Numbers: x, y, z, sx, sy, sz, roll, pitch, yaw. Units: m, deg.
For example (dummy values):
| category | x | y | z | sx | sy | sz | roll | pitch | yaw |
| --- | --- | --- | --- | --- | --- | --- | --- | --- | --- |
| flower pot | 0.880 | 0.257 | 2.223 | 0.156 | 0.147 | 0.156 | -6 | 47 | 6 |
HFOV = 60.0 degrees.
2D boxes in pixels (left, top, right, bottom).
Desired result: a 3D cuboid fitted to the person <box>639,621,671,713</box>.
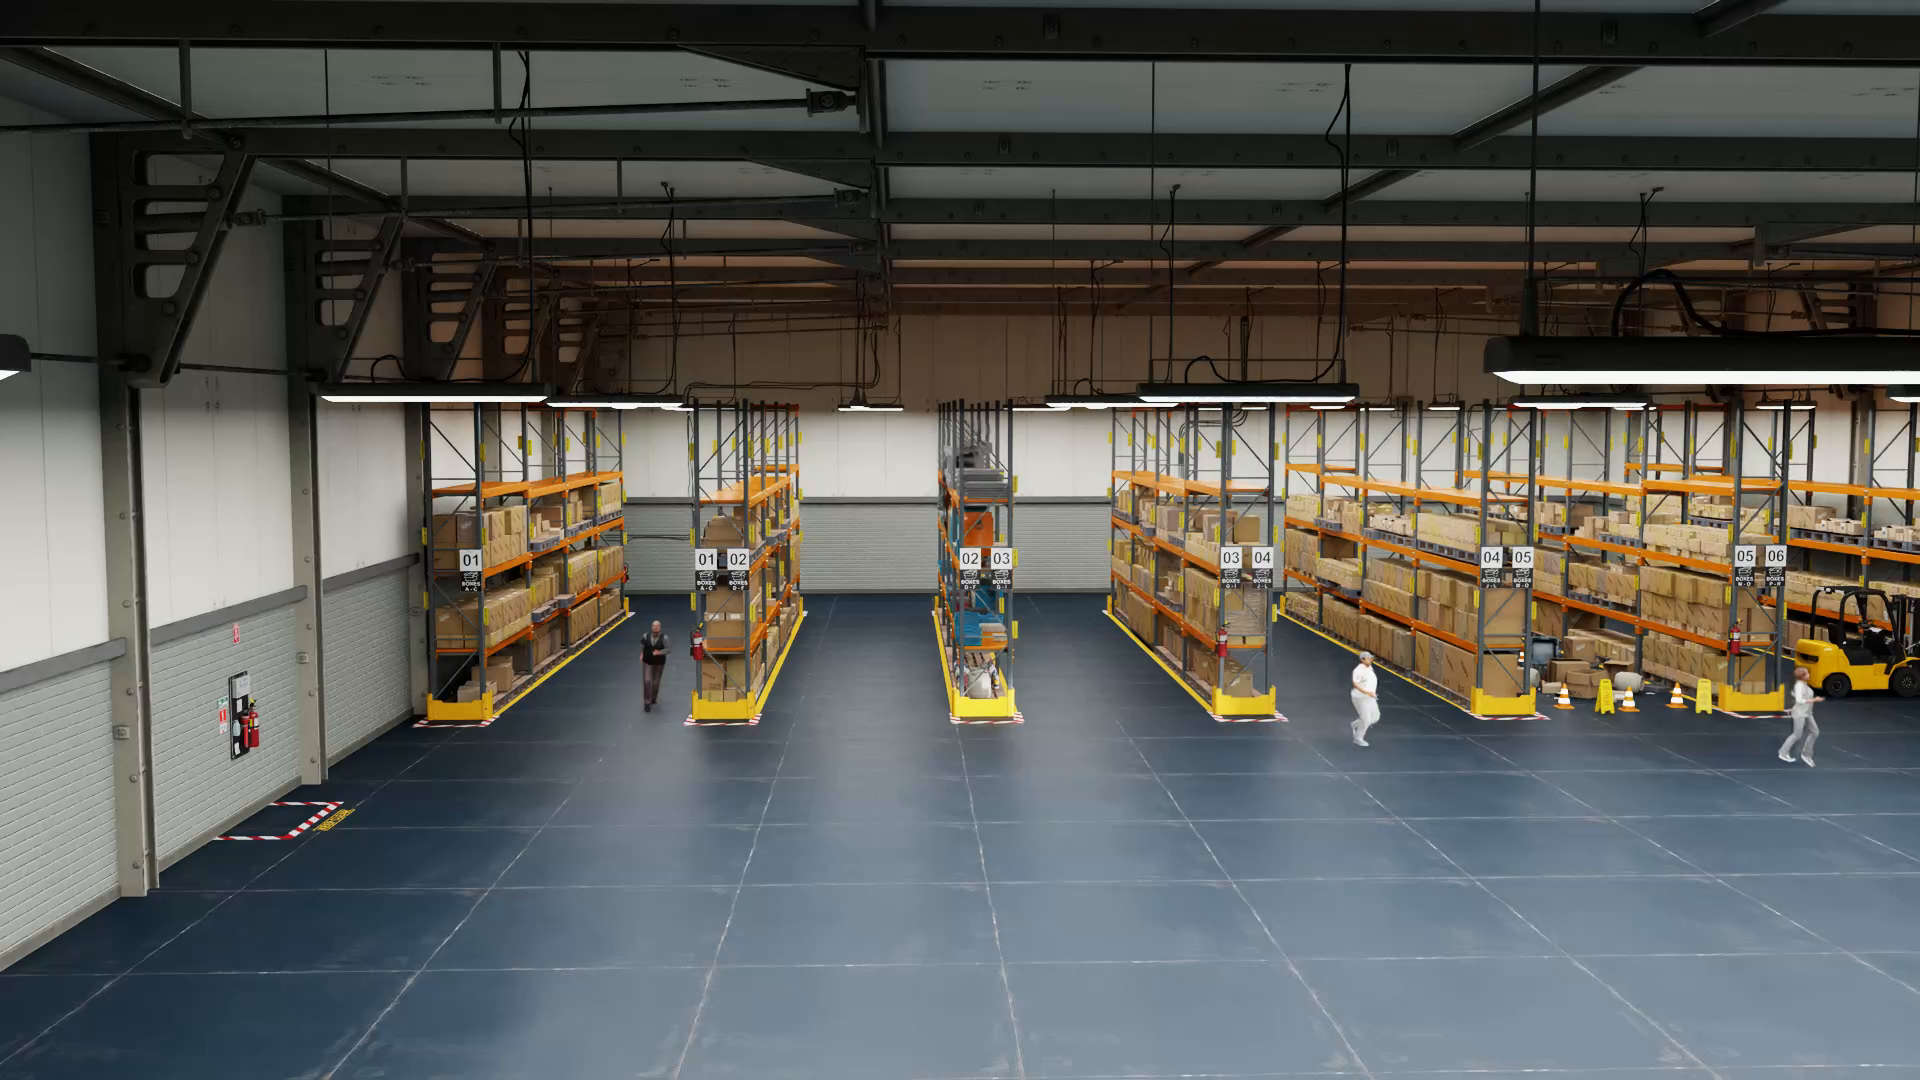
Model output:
| category | x | y | z | sx | sy | sz | roll | pitch | yaw |
| --- | --- | --- | --- | --- | --- | --- | --- | --- | --- |
| person | -5.900 | 2.431 | 32.174 | 0.623 | 1.761 | 0.819 | -1 | 4 | -10 |

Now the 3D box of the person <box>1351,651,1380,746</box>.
| category | x | y | z | sx | sy | sz | roll | pitch | yaw |
| --- | --- | --- | --- | --- | --- | --- | --- | --- | --- |
| person | 7.005 | 2.731 | 28.811 | 0.571 | 1.626 | 0.640 | 4 | 6 | 41 |

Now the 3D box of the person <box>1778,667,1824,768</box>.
| category | x | y | z | sx | sy | sz | roll | pitch | yaw |
| --- | --- | --- | --- | --- | --- | --- | --- | --- | --- |
| person | 13.671 | 2.875 | 26.990 | 0.663 | 1.640 | 0.514 | 4 | 6 | 44 |

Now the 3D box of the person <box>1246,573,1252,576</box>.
| category | x | y | z | sx | sy | sz | roll | pitch | yaw |
| --- | --- | --- | --- | --- | --- | --- | --- | --- | --- |
| person | 8.056 | 1.353 | 46.631 | 0.661 | 1.756 | 0.711 | 0 | 4 | -1 |
